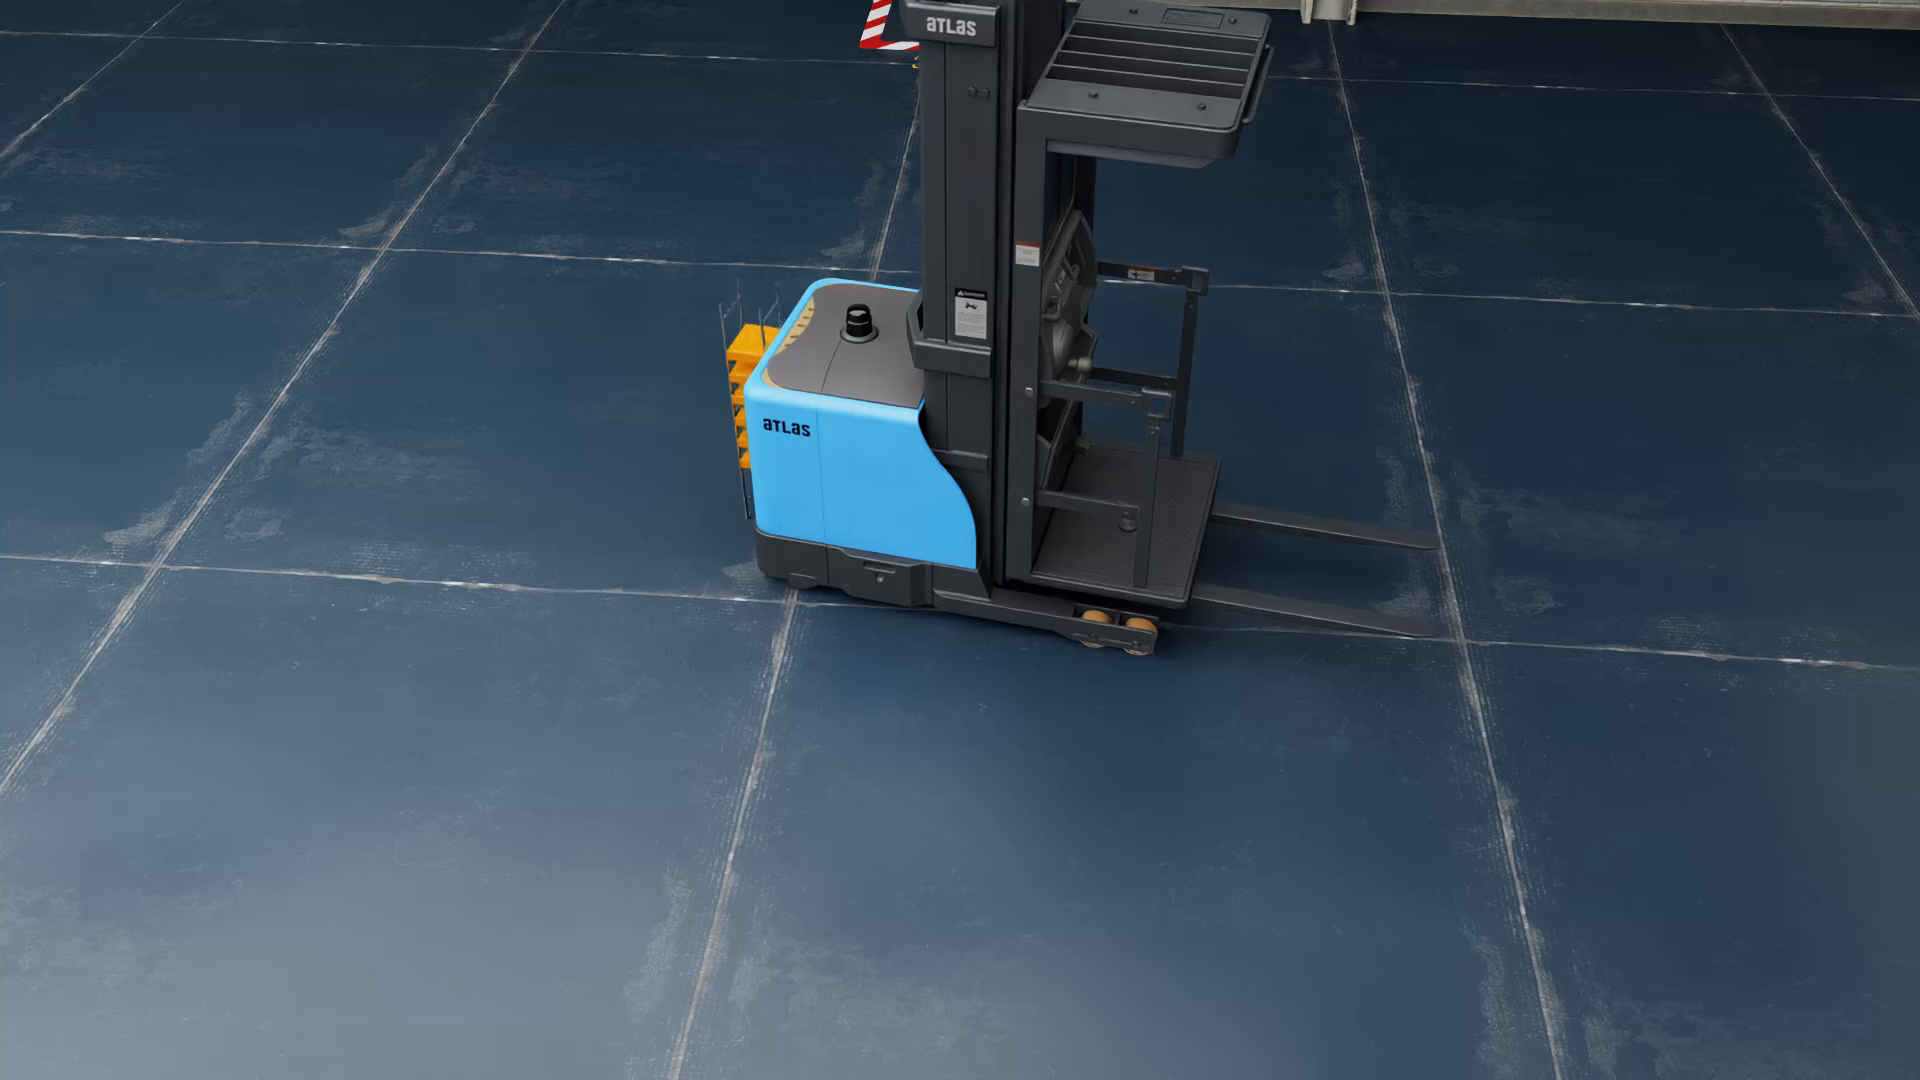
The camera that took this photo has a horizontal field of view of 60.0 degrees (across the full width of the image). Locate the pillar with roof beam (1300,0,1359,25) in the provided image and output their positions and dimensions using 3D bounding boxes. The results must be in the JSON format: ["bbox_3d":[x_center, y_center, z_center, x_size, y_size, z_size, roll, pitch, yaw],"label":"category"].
[{"bbox_3d":[2.482,-4.853,6.754,0.400,9.000,9.100,3,39,4],"label":"pillar with roof beam"}]

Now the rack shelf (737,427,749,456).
[{"bbox_3d":[-0.919,-0.497,7.838,0.180,0.103,0.258,9,40,12],"label":"rack shelf"}]

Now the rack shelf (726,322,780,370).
[{"bbox_3d":[-0.928,-0.870,7.537,0.180,0.103,0.258,9,40,12],"label":"rack shelf"}]

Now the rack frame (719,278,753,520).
[{"bbox_3d":[-1.011,-0.638,7.754,0.006,1.200,0.240,9,40,12],"label":"rack frame"}]

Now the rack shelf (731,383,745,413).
[{"bbox_3d":[-0.924,-0.684,7.687,0.180,0.103,0.258,9,40,12],"label":"rack shelf"}]

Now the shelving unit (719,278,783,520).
[{"bbox_3d":[-0.922,-0.625,7.735,0.189,1.200,0.258,9,40,12],"label":"shelving unit"}]

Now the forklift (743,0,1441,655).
[{"bbox_3d":[0.638,-1.004,6.833,3.031,2.935,1.130,10,40,12],"label":"forklift"}]

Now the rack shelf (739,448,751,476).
[{"bbox_3d":[-0.917,-0.403,7.913,0.180,0.103,0.258,9,40,12],"label":"rack shelf"}]

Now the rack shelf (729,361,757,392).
[{"bbox_3d":[-0.926,-0.777,7.612,0.180,0.103,0.258,9,40,12],"label":"rack shelf"}]

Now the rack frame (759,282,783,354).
[{"bbox_3d":[-0.834,-0.611,7.716,0.006,1.200,0.240,9,40,12],"label":"rack frame"}]

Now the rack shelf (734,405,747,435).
[{"bbox_3d":[-0.921,-0.590,7.763,0.180,0.103,0.258,9,40,12],"label":"rack shelf"}]
